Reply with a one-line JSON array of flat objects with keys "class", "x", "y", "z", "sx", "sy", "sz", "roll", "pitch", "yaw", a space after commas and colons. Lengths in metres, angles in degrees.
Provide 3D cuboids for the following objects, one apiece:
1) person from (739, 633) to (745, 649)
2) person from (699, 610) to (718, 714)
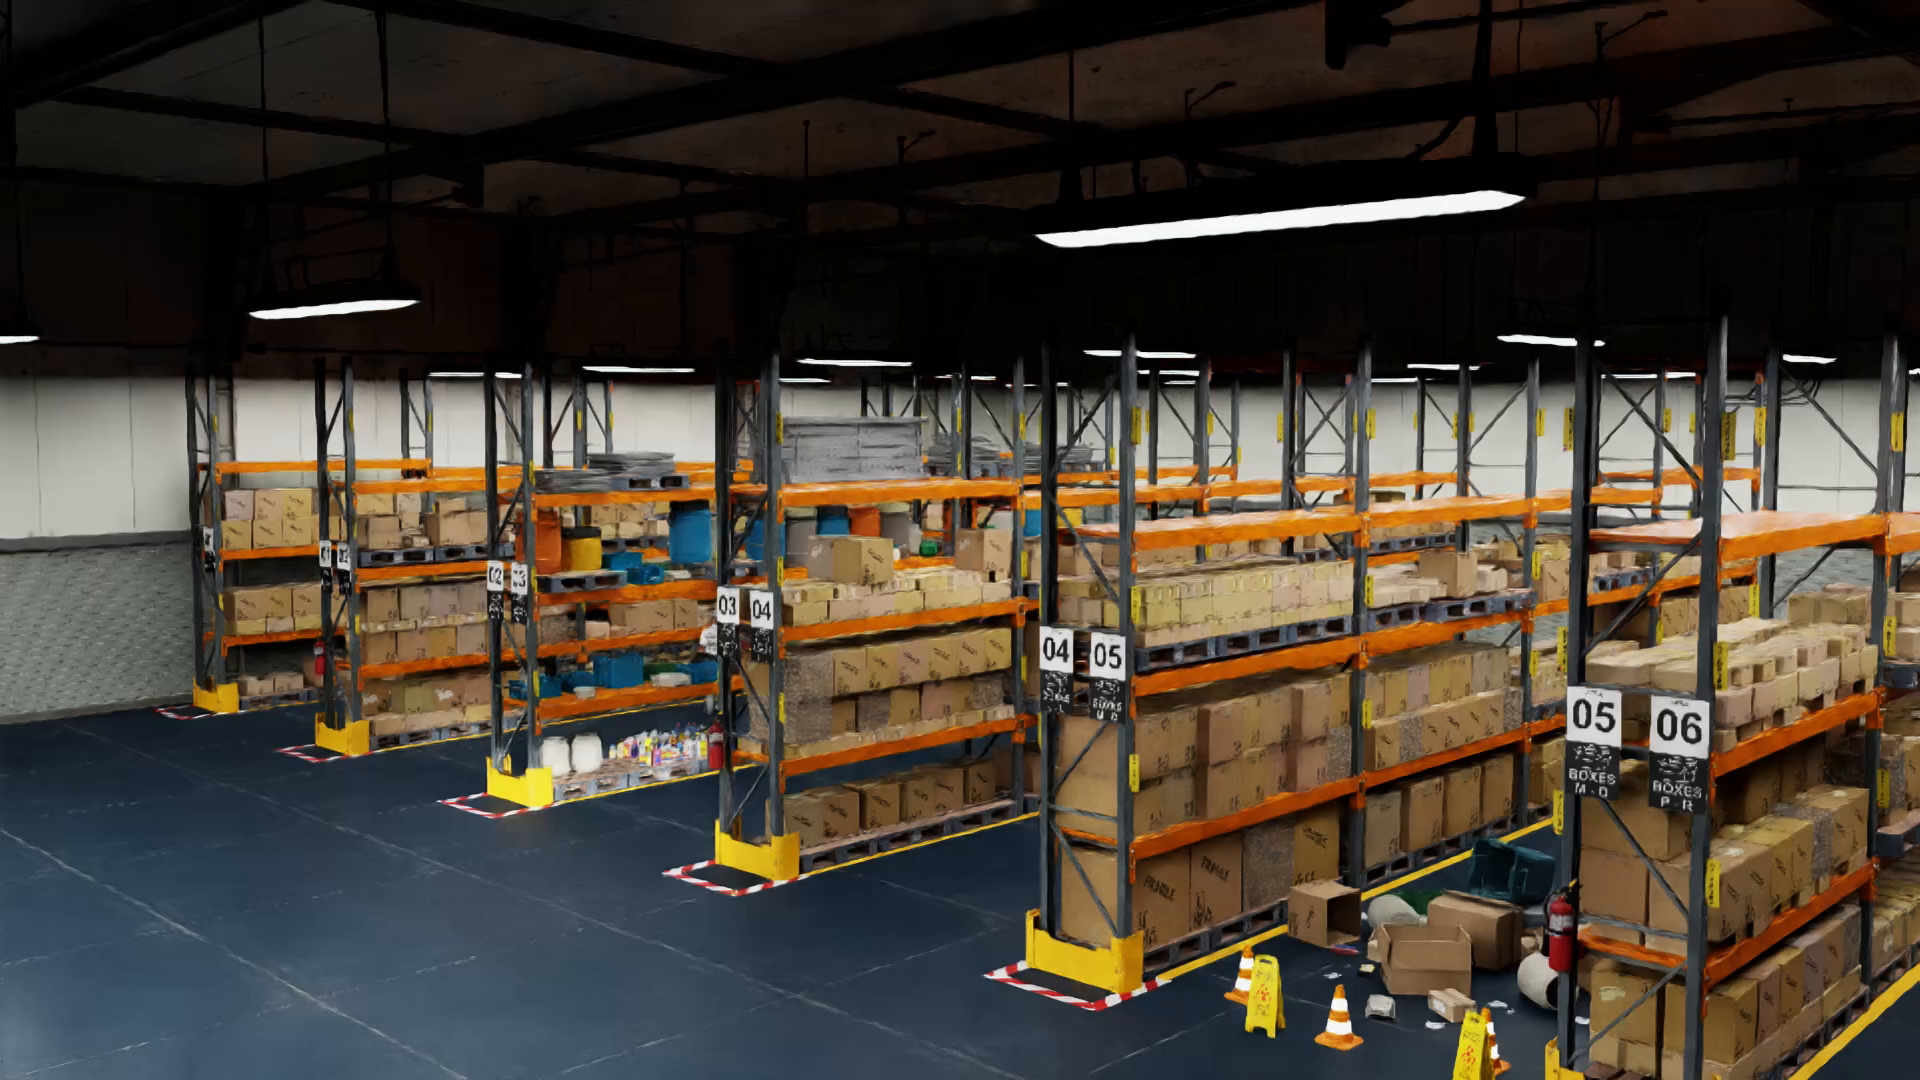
[{"class": "person", "x": -4.662, "y": 1.701, "z": 34.715, "sx": 0.592, "sy": 1.630, "sz": 0.531, "roll": 4, "pitch": 6, "yaw": 41}, {"class": "person", "x": -4.198, "y": 2.090, "z": 28.575, "sx": 0.588, "sy": 1.758, "sz": 0.501, "roll": -1, "pitch": 5, "yaw": -17}]
